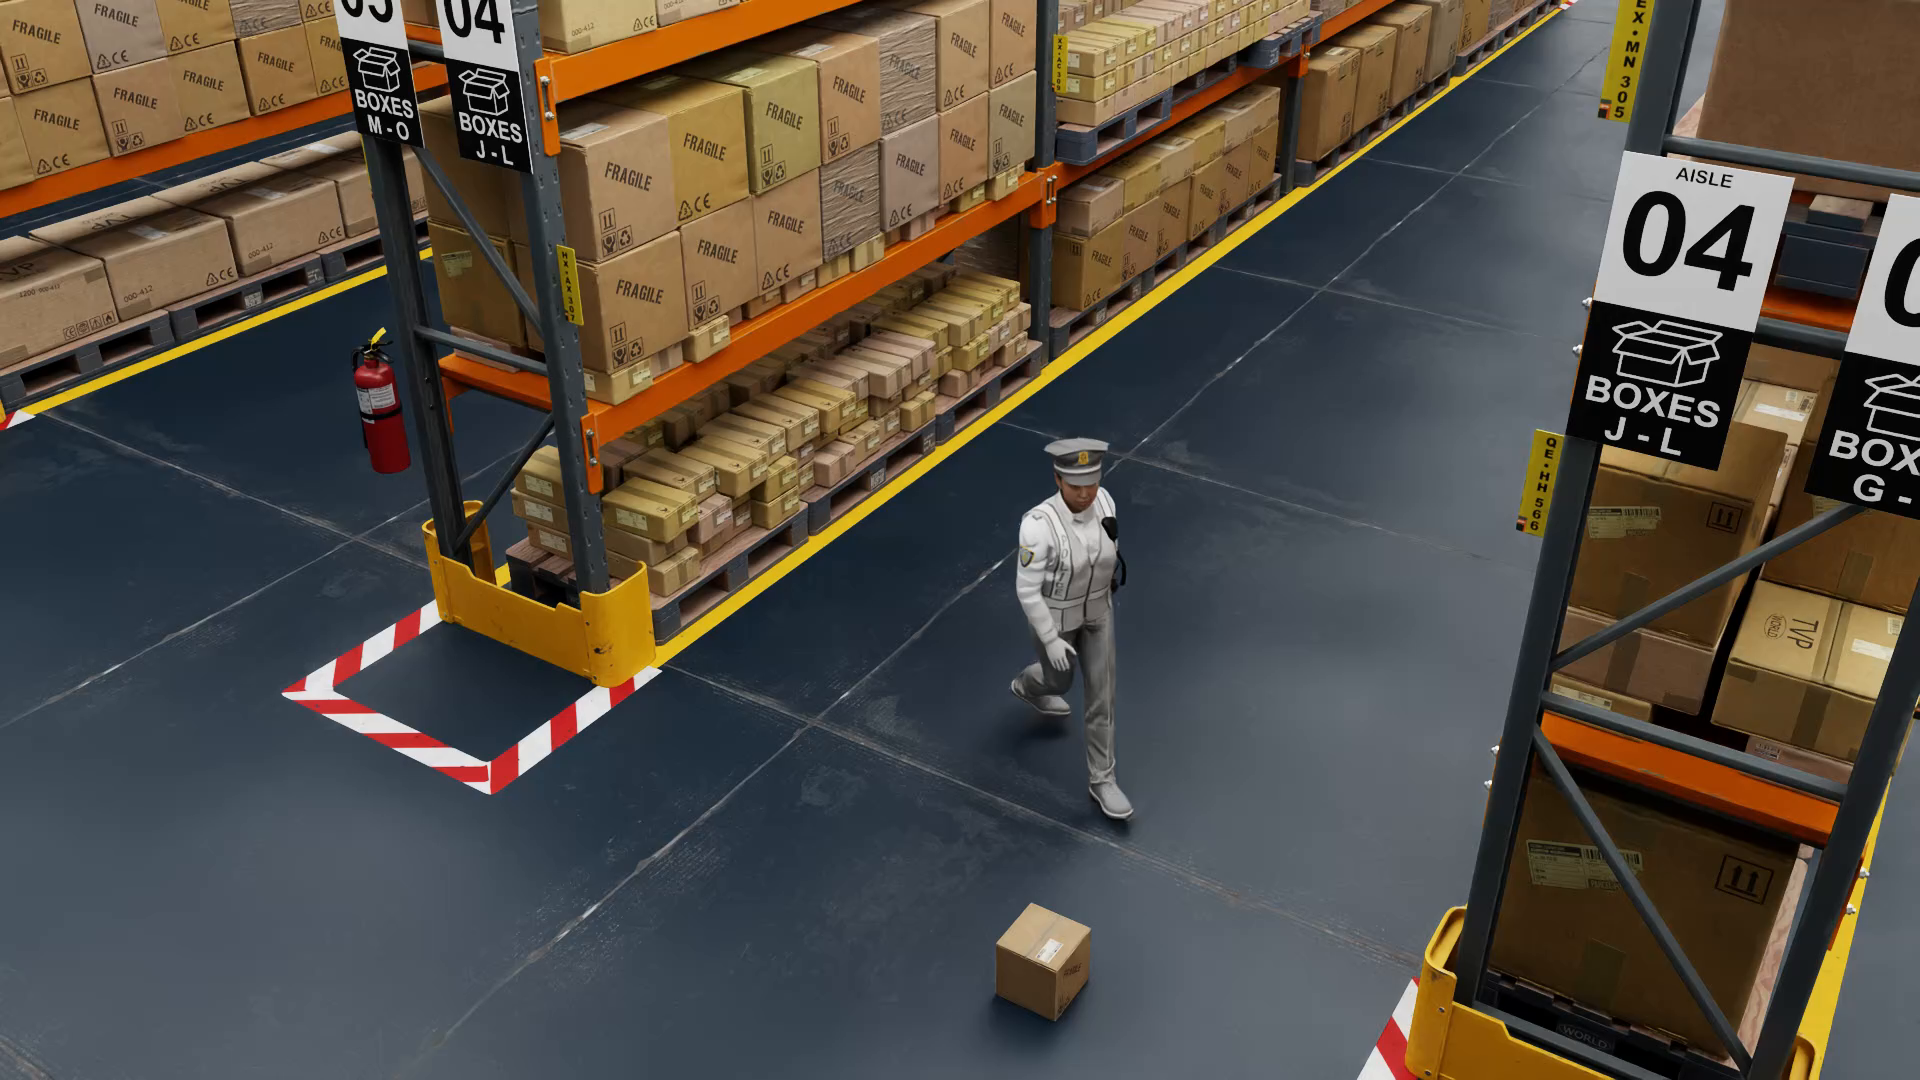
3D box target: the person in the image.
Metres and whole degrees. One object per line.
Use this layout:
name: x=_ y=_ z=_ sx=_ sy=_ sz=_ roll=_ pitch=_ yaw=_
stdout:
person: x=0.410 y=0.277 z=6.660 sx=0.523 sy=1.633 sz=0.913 roll=-15 pitch=34 yaw=-24
